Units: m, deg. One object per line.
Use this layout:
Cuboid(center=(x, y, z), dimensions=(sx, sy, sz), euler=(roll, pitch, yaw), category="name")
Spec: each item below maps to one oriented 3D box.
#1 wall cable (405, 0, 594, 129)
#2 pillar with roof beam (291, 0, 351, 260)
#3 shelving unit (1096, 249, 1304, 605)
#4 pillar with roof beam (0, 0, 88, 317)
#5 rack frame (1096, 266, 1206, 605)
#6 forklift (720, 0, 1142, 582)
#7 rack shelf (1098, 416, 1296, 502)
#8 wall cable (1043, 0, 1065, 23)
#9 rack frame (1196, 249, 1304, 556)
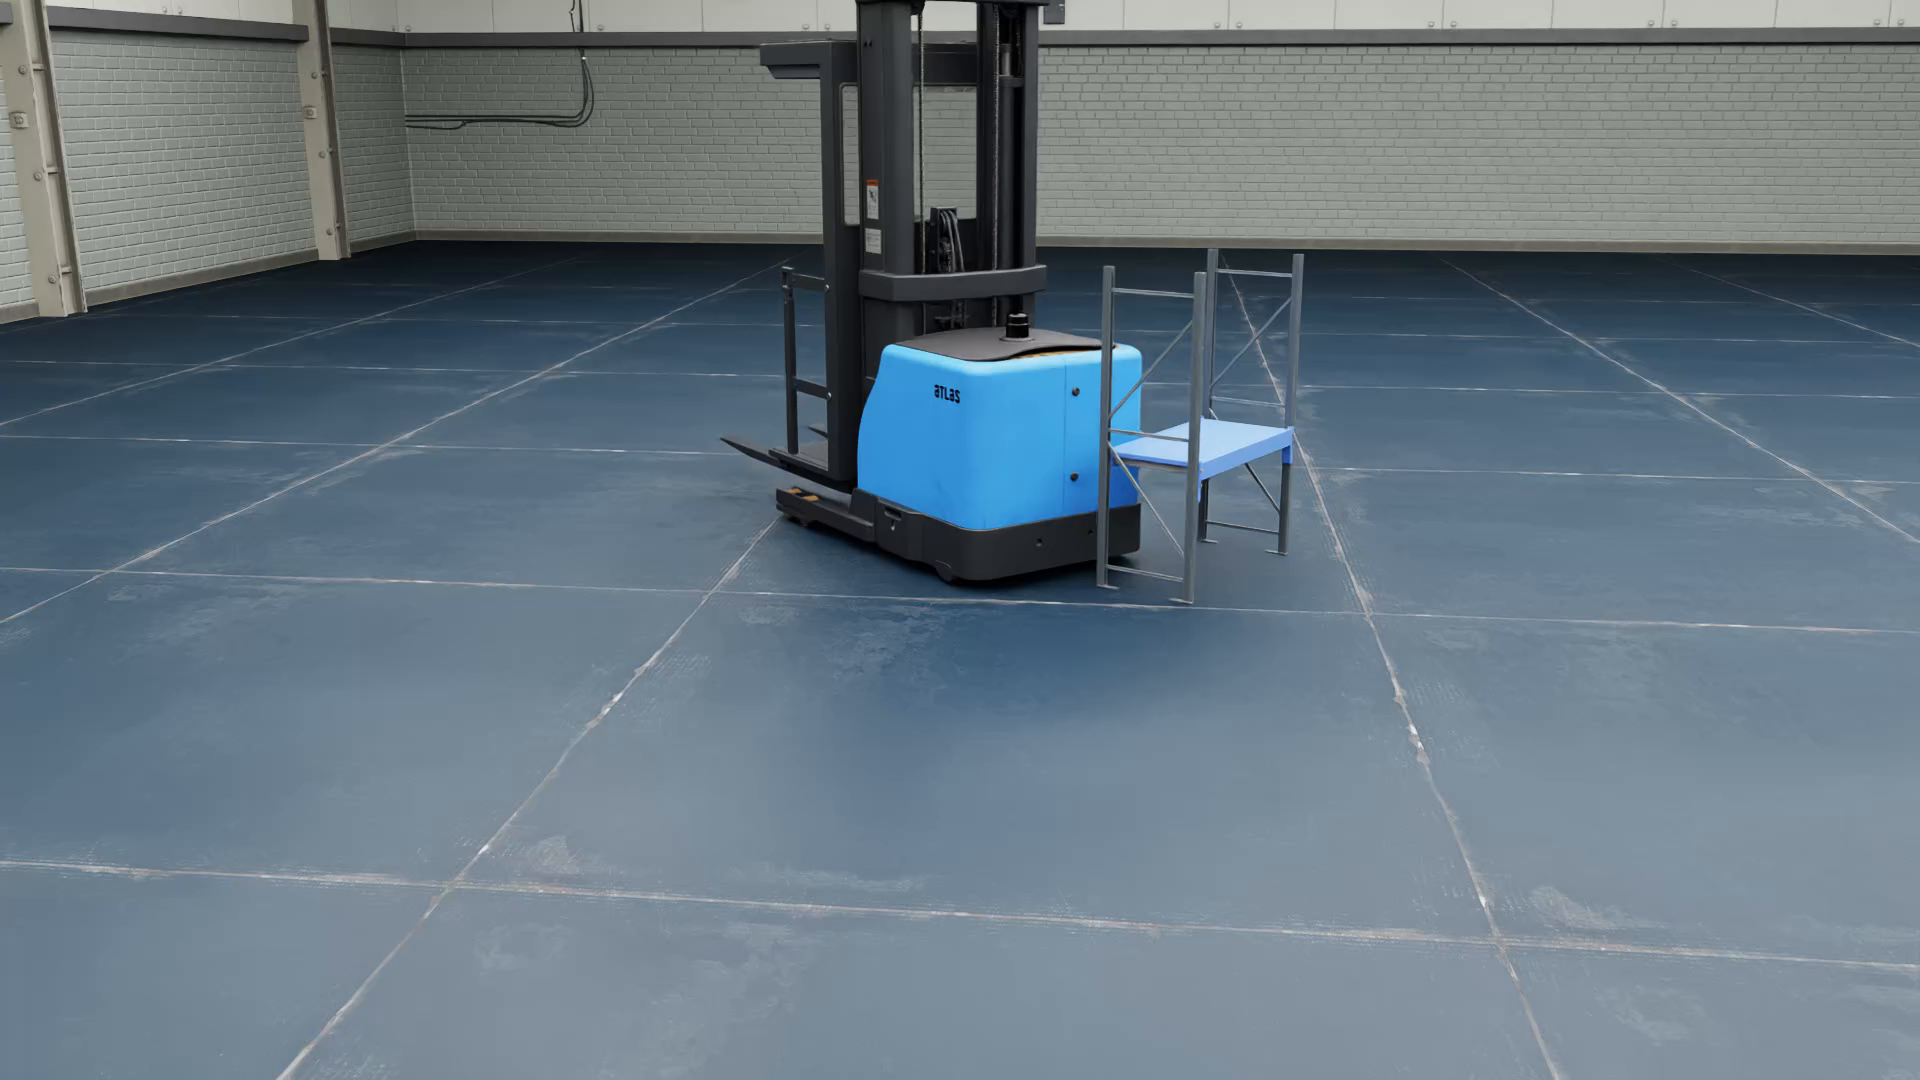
Cuboid(center=(-7.076, -7.494, 25.084), dimensions=(3.097, 2.526, 0.112), euler=(2, 15, 6), category="wall cable")
Cuboid(center=(-4.444, -8.141, 21.528), dimensions=(9.100, 9.000, 0.400), euler=(2, 15, 6), category="pillar with roof beam")
Cuboid(center=(1.149, -0.577, 7.922), dimensions=(0.538, 1.500, 1.048), euler=(10, 18, 34), category="shelving unit")
Cuboid(center=(-5.121, -6.584, 15.773), dimensions=(9.100, 9.000, 0.400), euler=(2, 15, 6), category="pillar with roof beam")
Cuboid(center=(0.855, -0.469, 7.522), dimensions=(0.500, 1.500, 0.032), euler=(10, 18, 34), category="rack frame")
Cuboid(center=(-0.347, -1.551, 8.782), dimensions=(1.130, 2.935, 3.031), euler=(-10, 18, -32), category="forklift")
Cuboid(center=(1.149, -0.403, 7.969), dimensions=(0.538, 0.185, 1.000), euler=(10, 18, 34), category="rack shelf")
Cuboid(center=(2.355, -10.351, 23.186), dimensions=(2.305, 6.003, 0.169), euler=(2, 15, 6), category="wall cable")
Cuboid(center=(1.442, -0.685, 8.323), dimensions=(0.500, 1.500, 0.032), euler=(10, 18, 34), category="rack frame")
